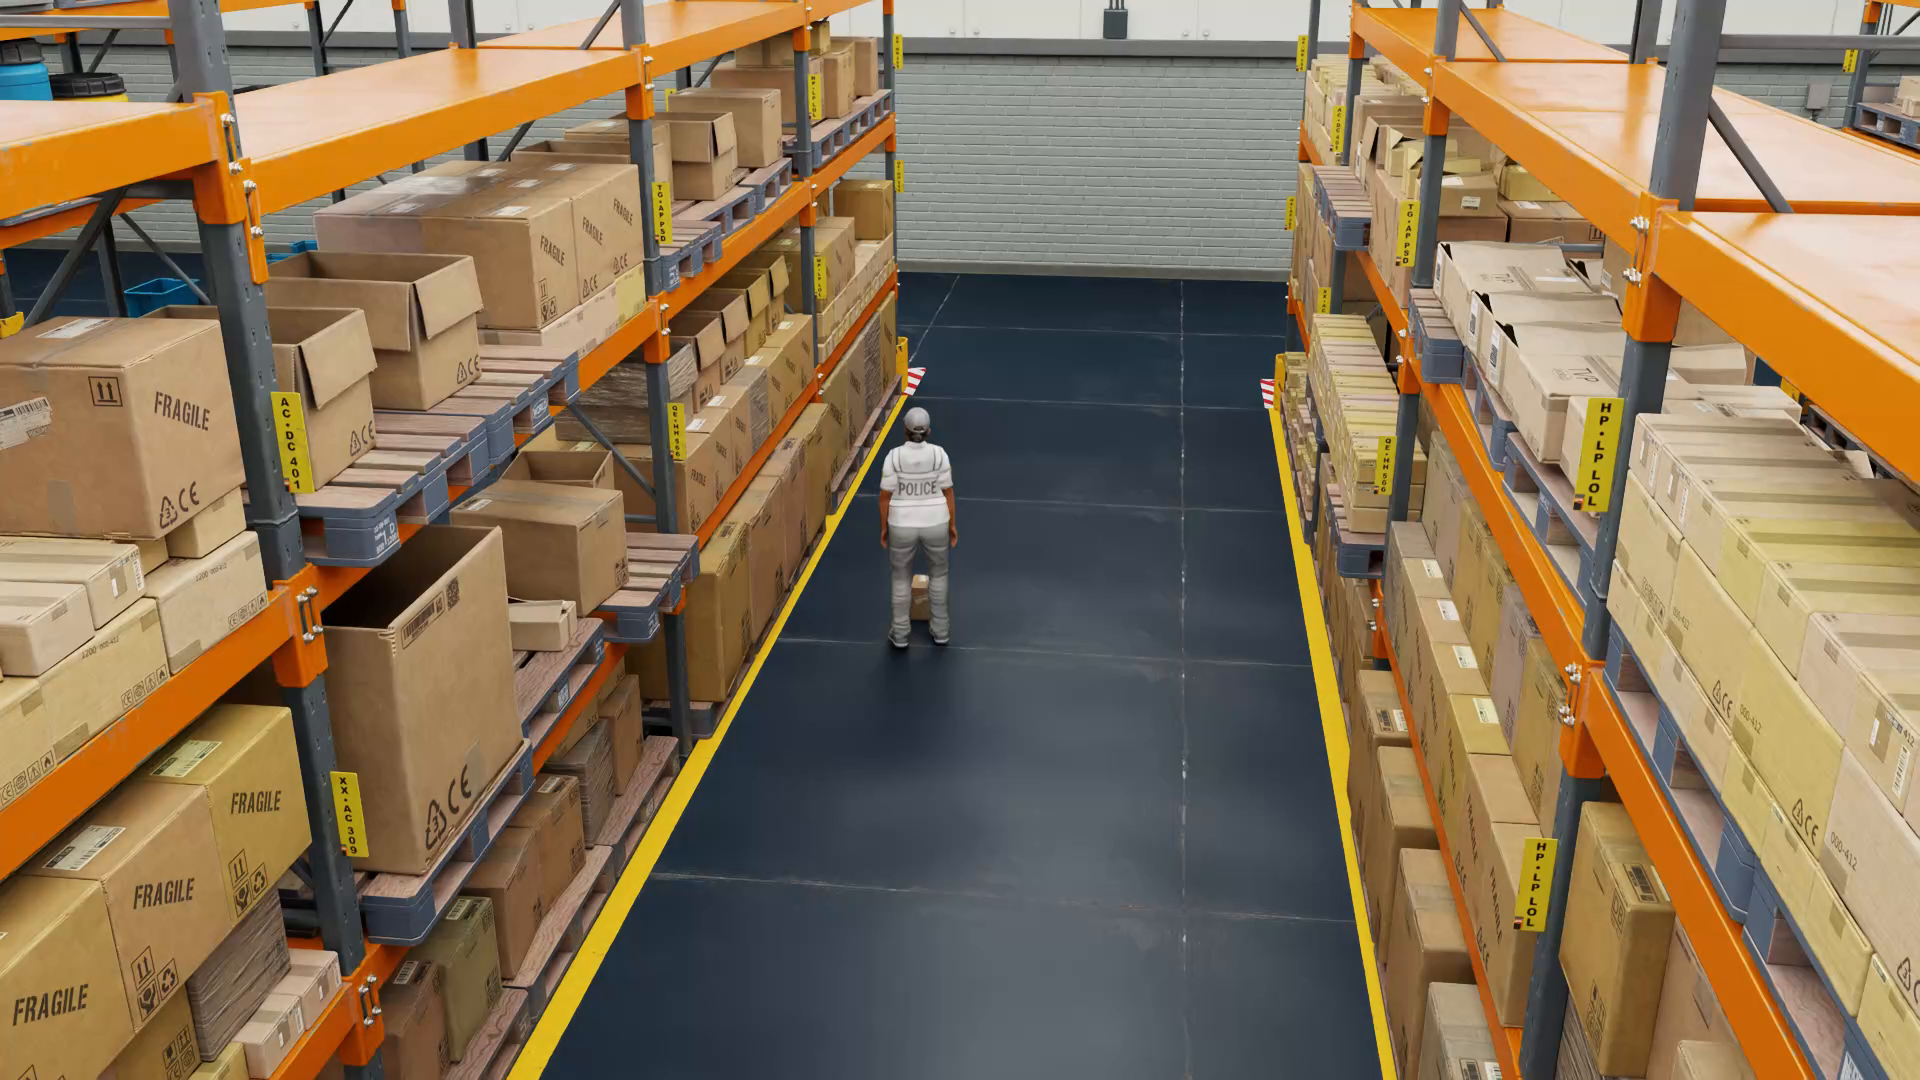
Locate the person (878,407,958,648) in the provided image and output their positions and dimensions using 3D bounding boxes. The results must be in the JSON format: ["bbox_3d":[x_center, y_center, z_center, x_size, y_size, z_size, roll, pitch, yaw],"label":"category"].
[{"bbox_3d":[-0.281,-0.083,11.243,0.533,1.669,0.391,-1,21,-3],"label":"person"}]
